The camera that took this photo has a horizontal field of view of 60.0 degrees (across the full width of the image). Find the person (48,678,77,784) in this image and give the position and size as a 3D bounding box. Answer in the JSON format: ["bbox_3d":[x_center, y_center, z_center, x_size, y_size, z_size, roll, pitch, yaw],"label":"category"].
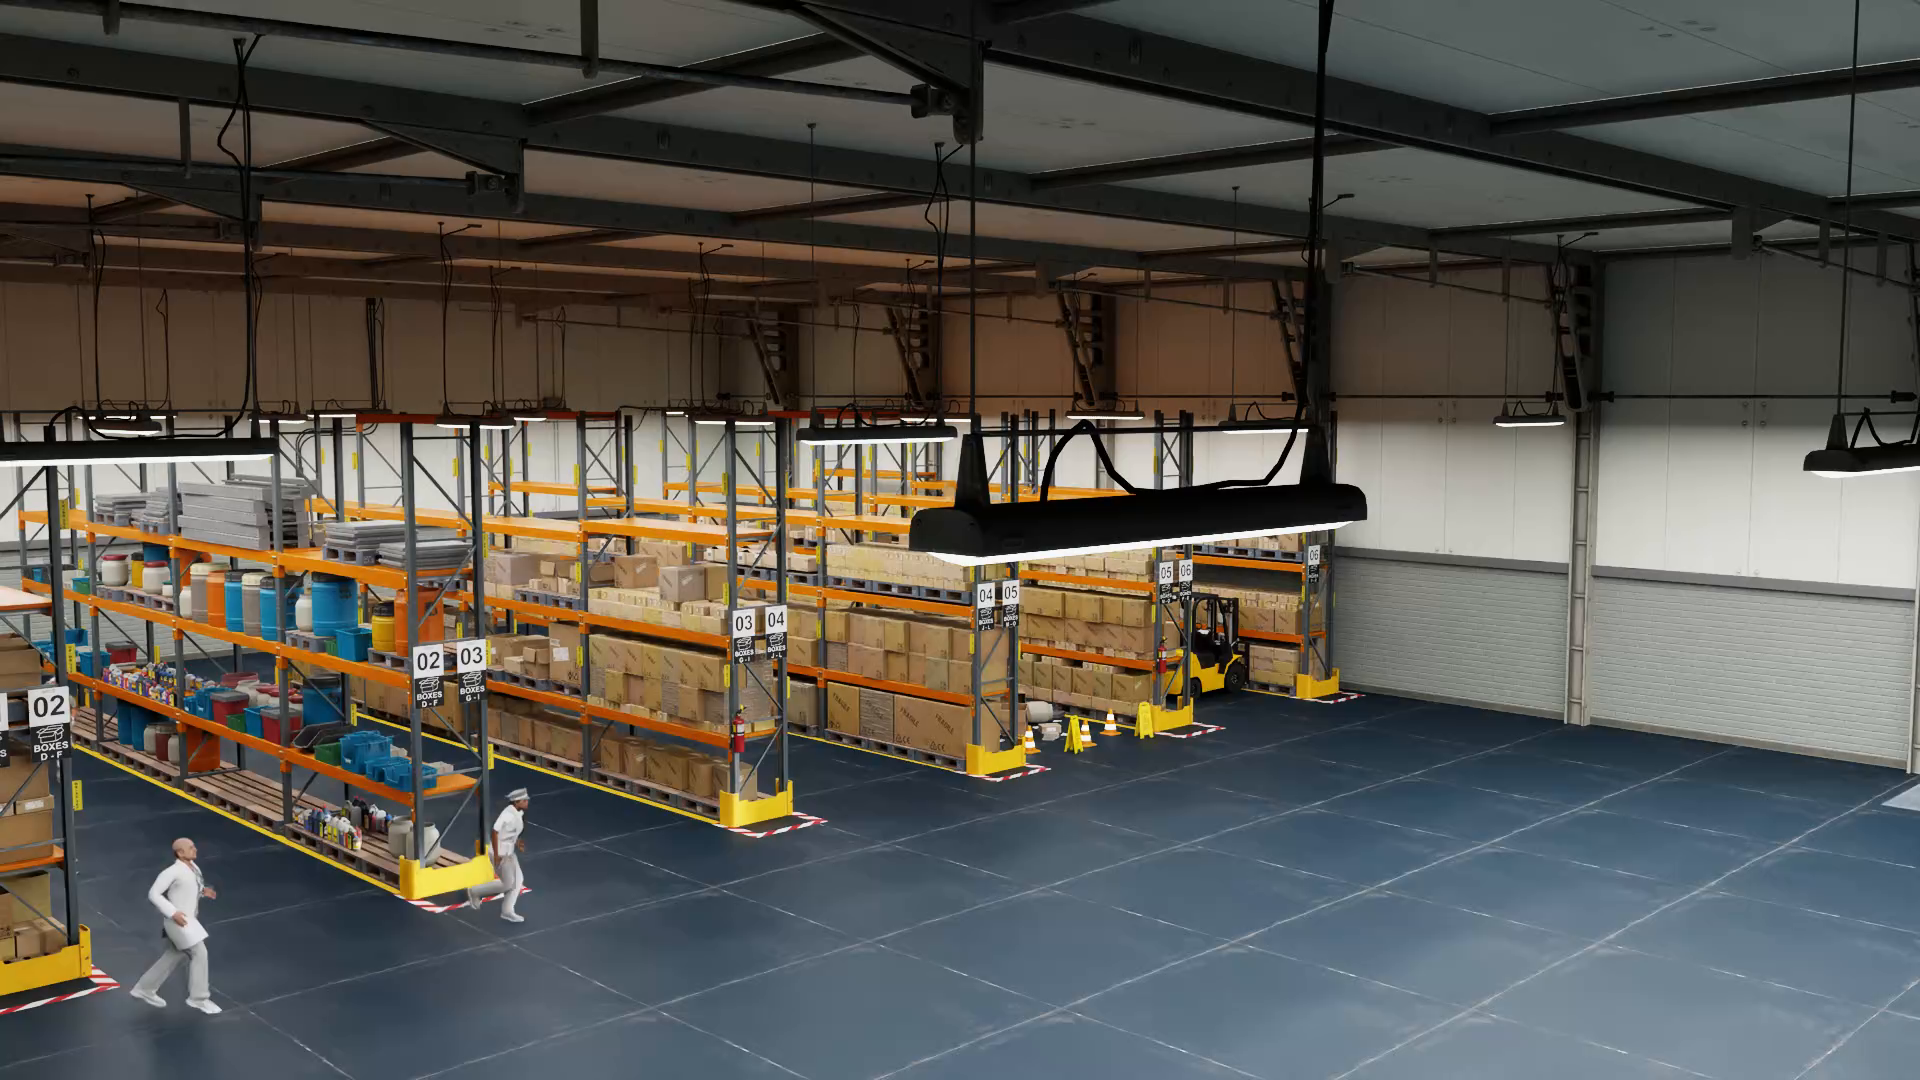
[{"bbox_3d":[-14.824,3.109,27.292,0.659,1.730,0.720,-4,6,-39],"label":"person"}]

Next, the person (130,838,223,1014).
[{"bbox_3d":[-8.059,3.965,17.086,0.881,1.842,0.709,-1,5,-14],"label":"person"}]

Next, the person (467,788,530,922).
[{"bbox_3d":[-5.567,3.796,20.100,0.759,1.622,0.566,-1,5,-6],"label":"person"}]
